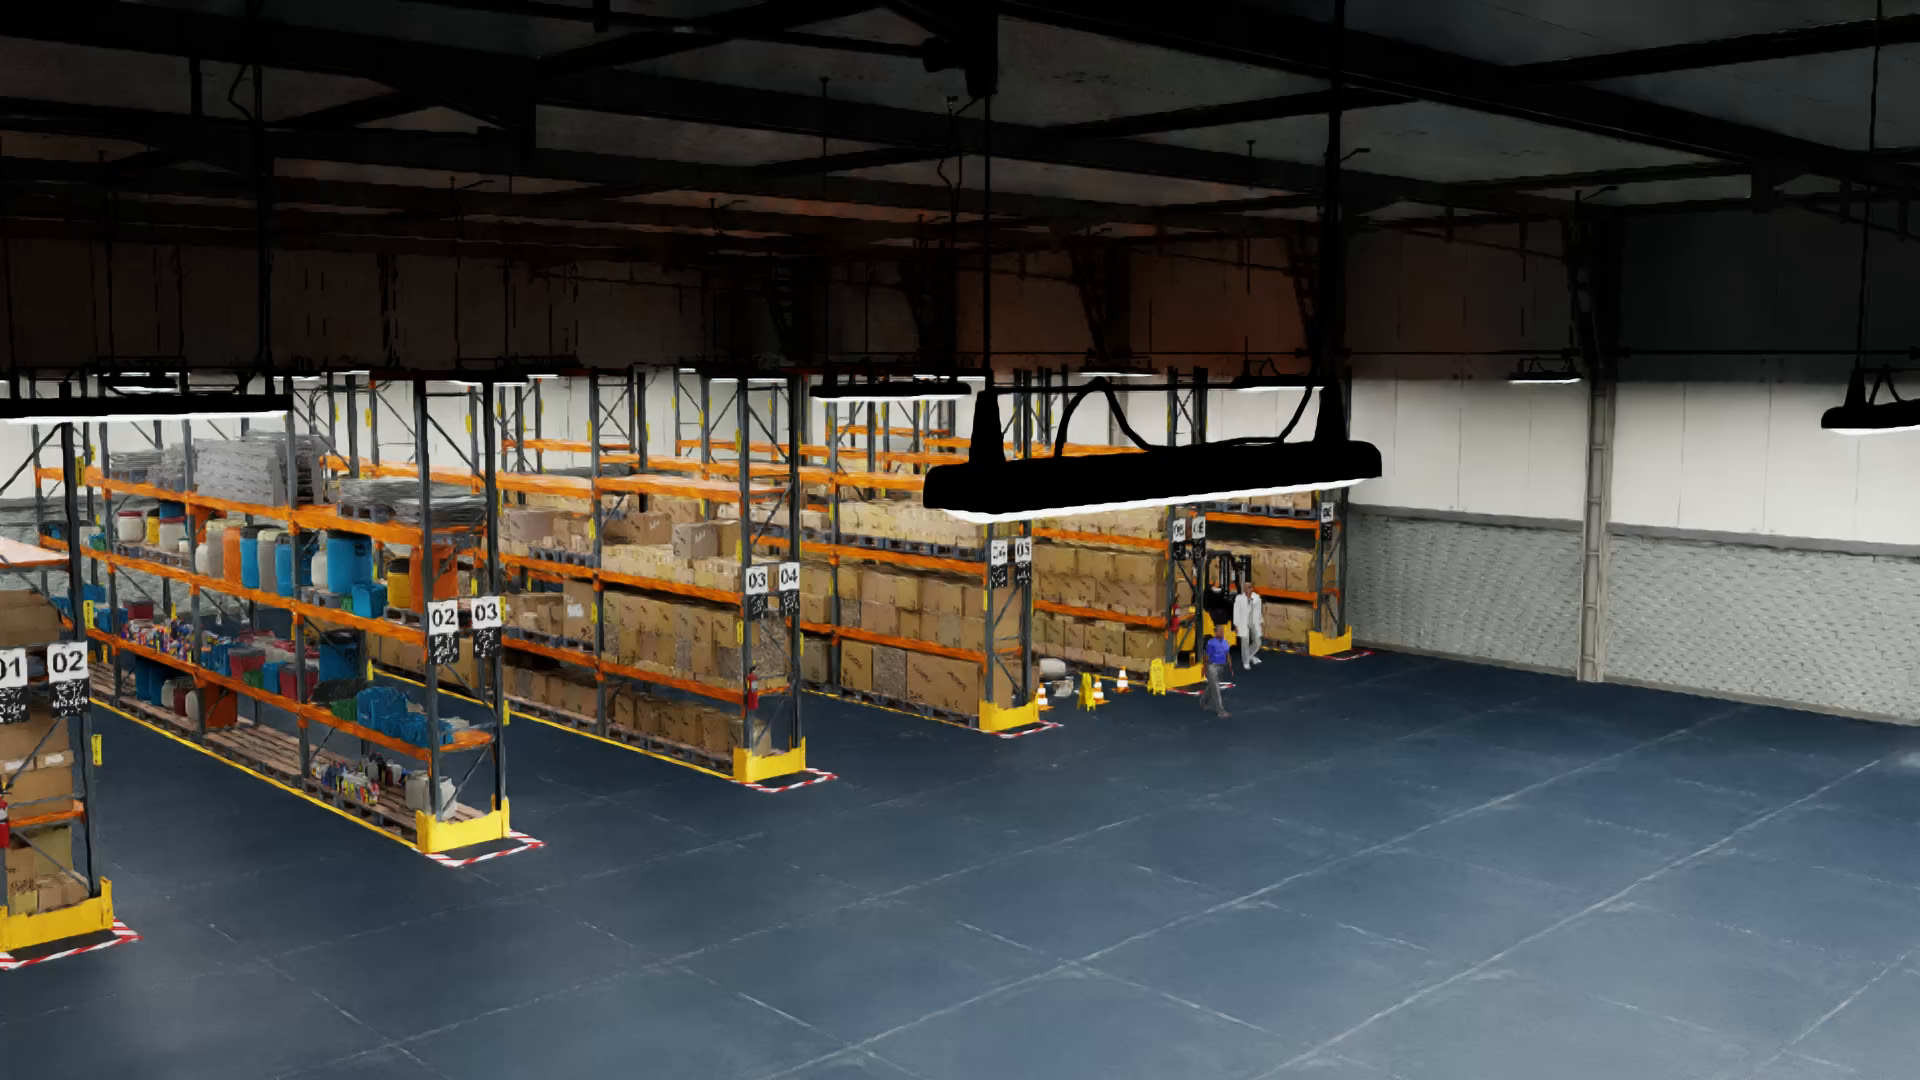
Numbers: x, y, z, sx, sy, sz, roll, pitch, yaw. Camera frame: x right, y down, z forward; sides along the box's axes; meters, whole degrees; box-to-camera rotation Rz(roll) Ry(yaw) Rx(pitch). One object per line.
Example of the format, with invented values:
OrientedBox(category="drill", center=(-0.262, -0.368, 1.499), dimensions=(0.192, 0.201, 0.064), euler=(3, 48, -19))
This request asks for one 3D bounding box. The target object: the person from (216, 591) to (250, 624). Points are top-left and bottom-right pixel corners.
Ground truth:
OrientedBox(category="person", center=(-16.991, 1.192, 38.752), dimensions=(0.749, 1.535, 0.574), euler=(3, 7, 26))

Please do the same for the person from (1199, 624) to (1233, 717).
OrientedBox(category="person", center=(4.504, 2.248, 29.078), dimensions=(0.443, 1.586, 0.993), euler=(-4, 8, -34))

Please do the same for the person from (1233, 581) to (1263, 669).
OrientedBox(category="person", center=(5.773, 1.690, 33.380), dimensions=(0.626, 1.771, 0.595), euler=(-1, 7, -8))
